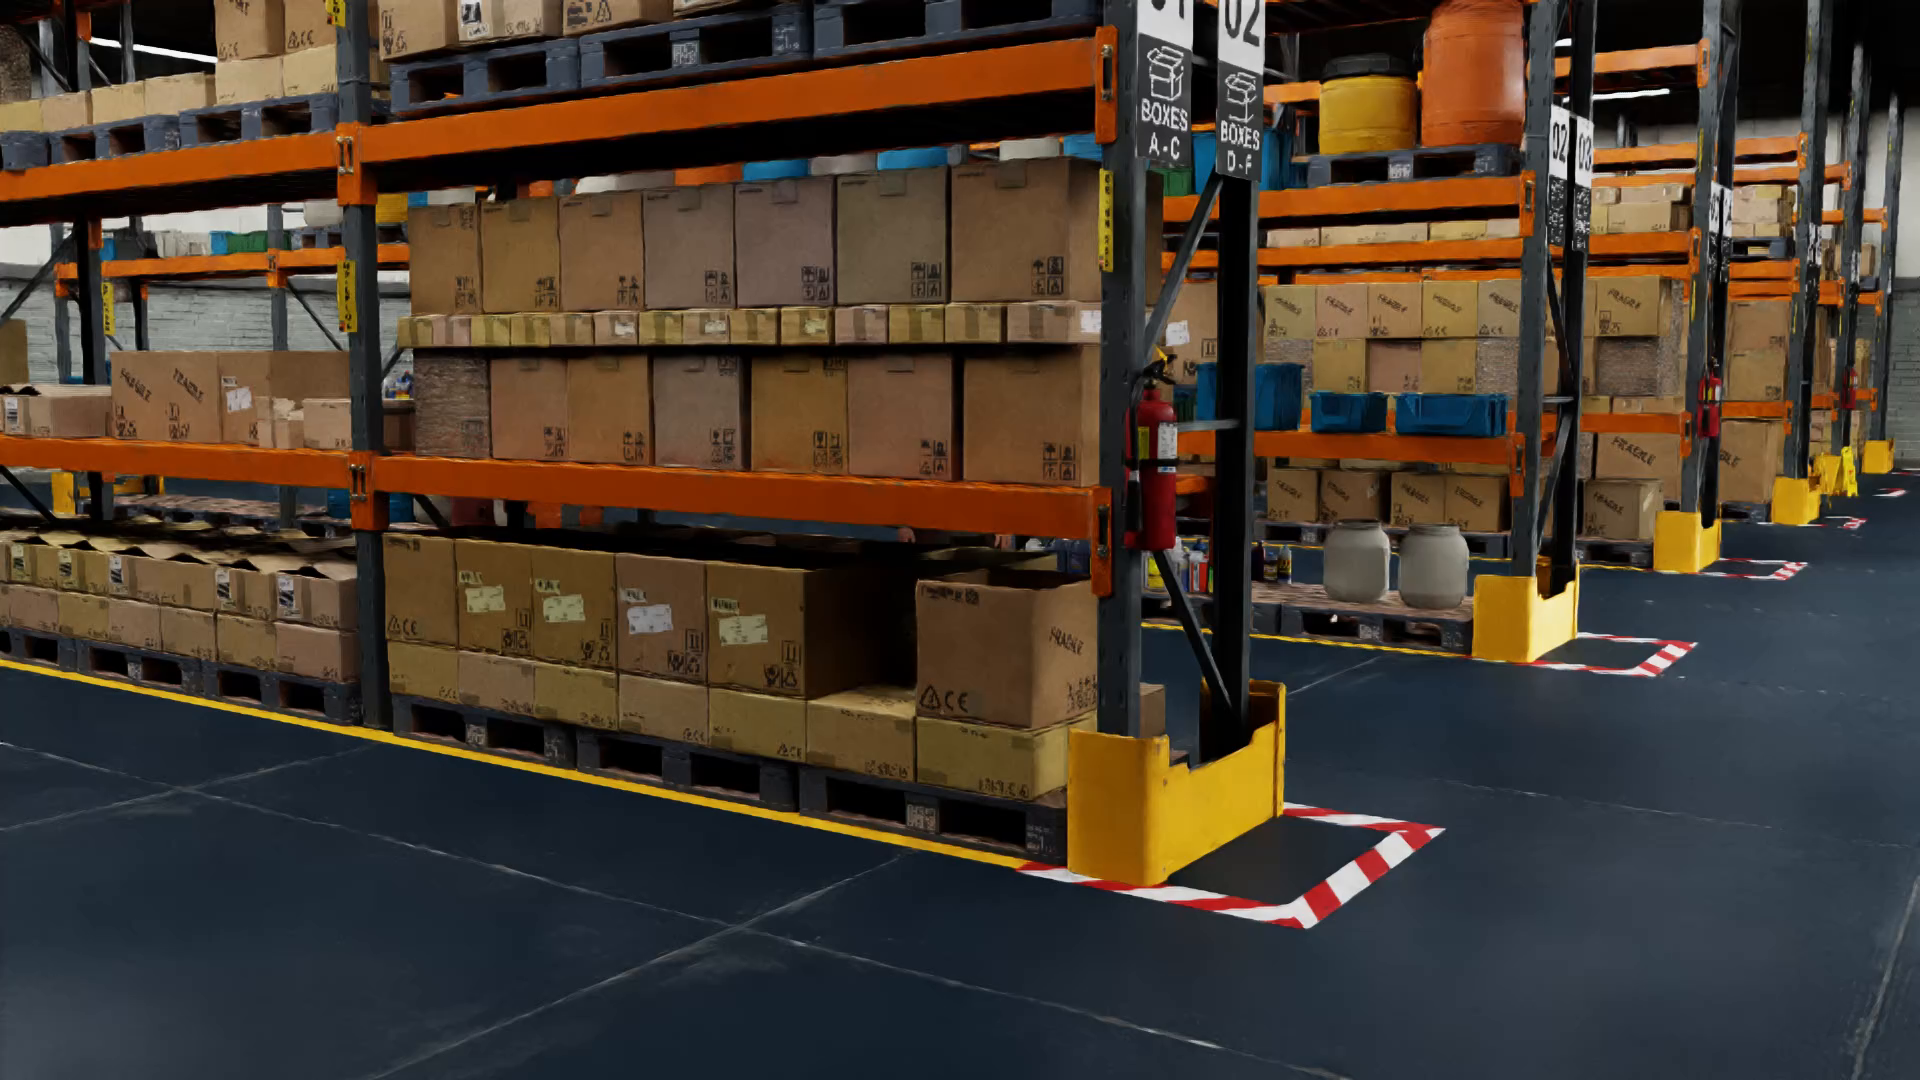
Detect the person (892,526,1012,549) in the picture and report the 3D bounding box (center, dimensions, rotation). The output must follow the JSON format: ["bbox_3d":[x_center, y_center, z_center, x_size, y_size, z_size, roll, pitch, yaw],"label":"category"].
[{"bbox_3d":[0.001,-0.053,8.604,0.903,1.759,0.433,-2,6,-15],"label":"person"}]
